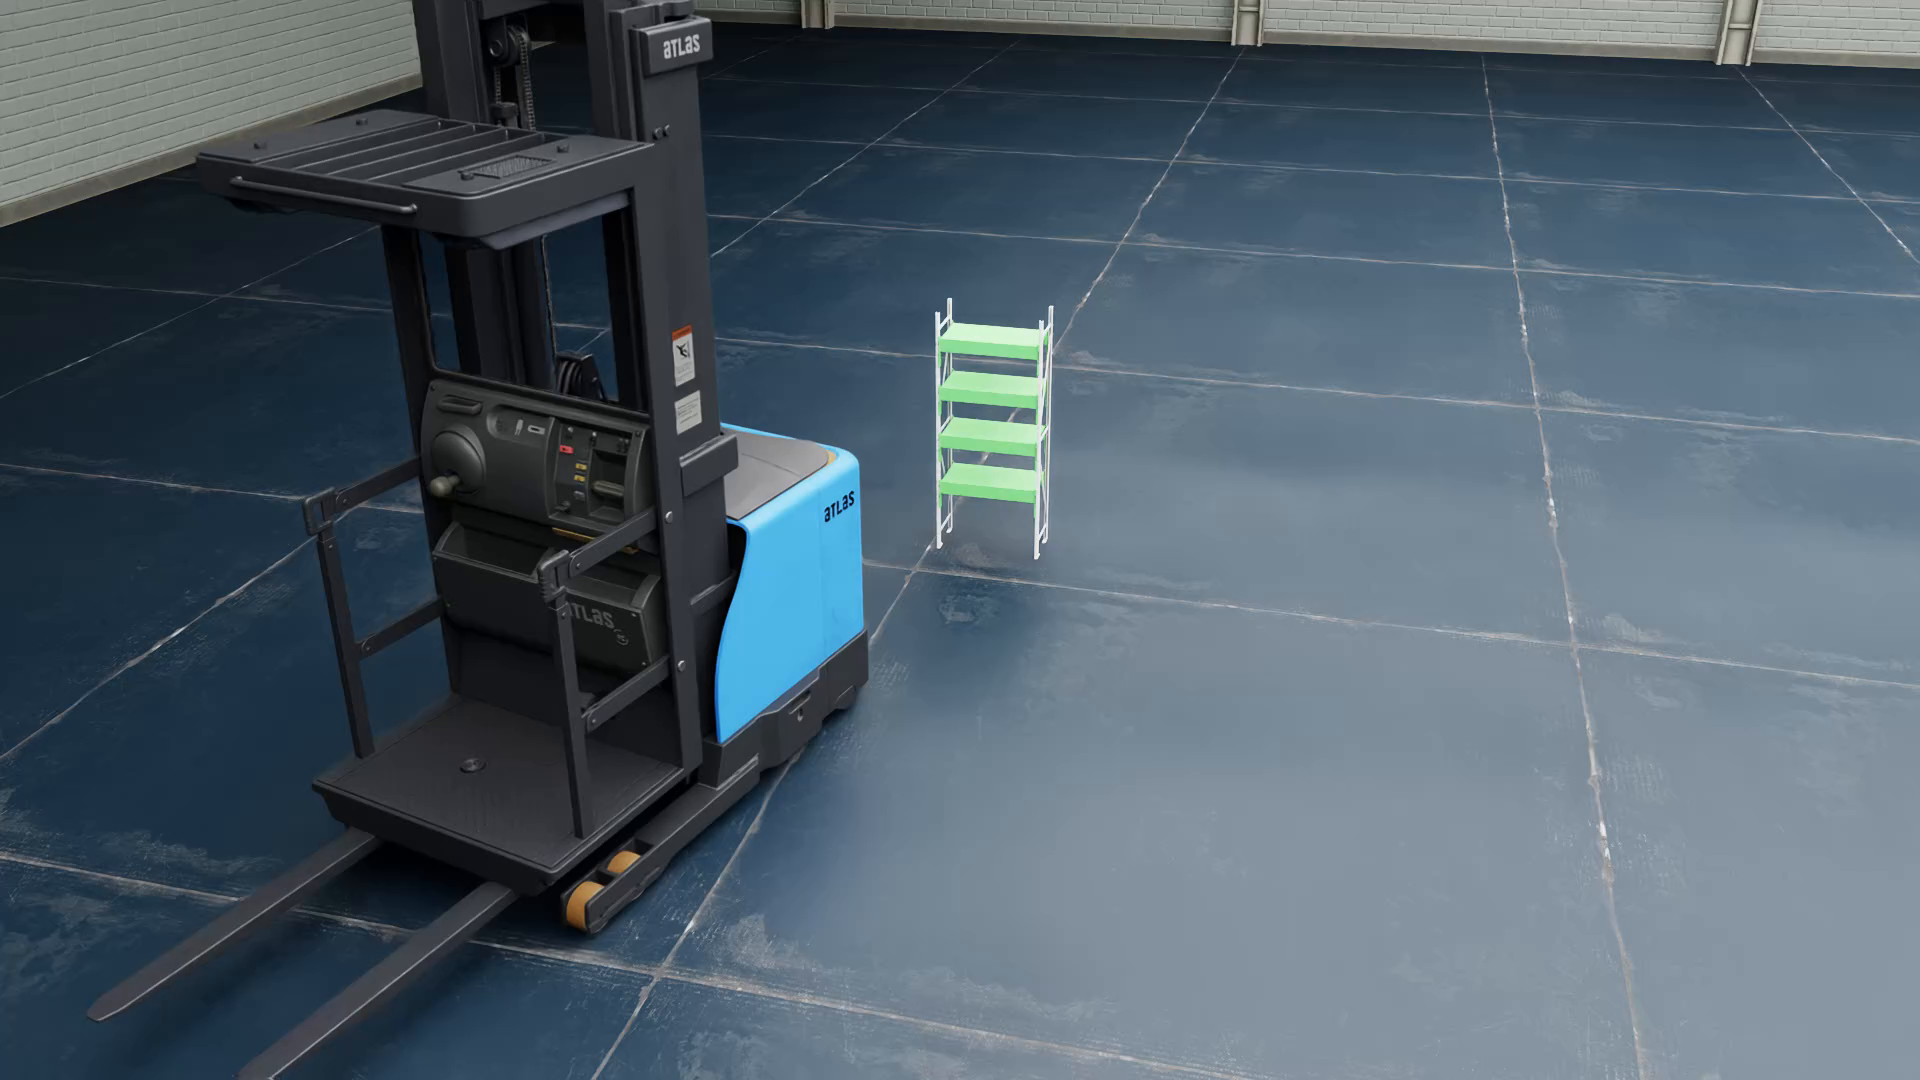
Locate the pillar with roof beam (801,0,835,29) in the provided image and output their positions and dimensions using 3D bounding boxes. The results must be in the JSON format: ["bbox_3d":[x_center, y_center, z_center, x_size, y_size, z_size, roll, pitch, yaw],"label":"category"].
[{"bbox_3d":[-3.069,-9.508,17.751,0.400,9.000,9.100,6,26,13],"label":"pillar with roof beam"}]

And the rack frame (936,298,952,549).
[{"bbox_3d":[-0.076,-0.550,8.010,0.015,1.200,0.240,6,26,13],"label":"rack frame"}]

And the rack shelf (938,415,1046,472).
[{"bbox_3d":[0.160,-0.466,7.982,0.480,0.148,0.258,6,26,13],"label":"rack shelf"}]

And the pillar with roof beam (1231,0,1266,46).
[{"bbox_3d":[2.742,-8.865,16.402,0.400,9.000,9.100,6,26,13],"label":"pillar with roof beam"}]

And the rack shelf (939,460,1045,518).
[{"bbox_3d":[0.160,-0.250,8.085,0.480,0.148,0.258,6,26,13],"label":"rack shelf"}]

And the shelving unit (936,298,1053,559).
[{"bbox_3d":[0.160,-0.524,7.955,0.503,1.200,0.258,6,26,13],"label":"shelving unit"}]

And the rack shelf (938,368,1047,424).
[{"bbox_3d":[0.160,-0.683,7.879,0.480,0.148,0.258,6,26,13],"label":"rack shelf"}]

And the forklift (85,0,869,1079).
[{"bbox_3d":[-1.526,-0.244,5.352,1.130,2.935,3.031,13,28,26],"label":"forklift"}]

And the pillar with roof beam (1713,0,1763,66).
[{"bbox_3d":[8.553,-8.223,15.053,0.400,9.000,9.100,6,26,13],"label":"pillar with roof beam"}]

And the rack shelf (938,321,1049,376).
[{"bbox_3d":[0.160,-0.900,7.776,0.480,0.148,0.258,6,26,13],"label":"rack shelf"}]

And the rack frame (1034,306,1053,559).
[{"bbox_3d":[0.397,-0.498,7.900,0.015,1.200,0.240,6,26,13],"label":"rack frame"}]
